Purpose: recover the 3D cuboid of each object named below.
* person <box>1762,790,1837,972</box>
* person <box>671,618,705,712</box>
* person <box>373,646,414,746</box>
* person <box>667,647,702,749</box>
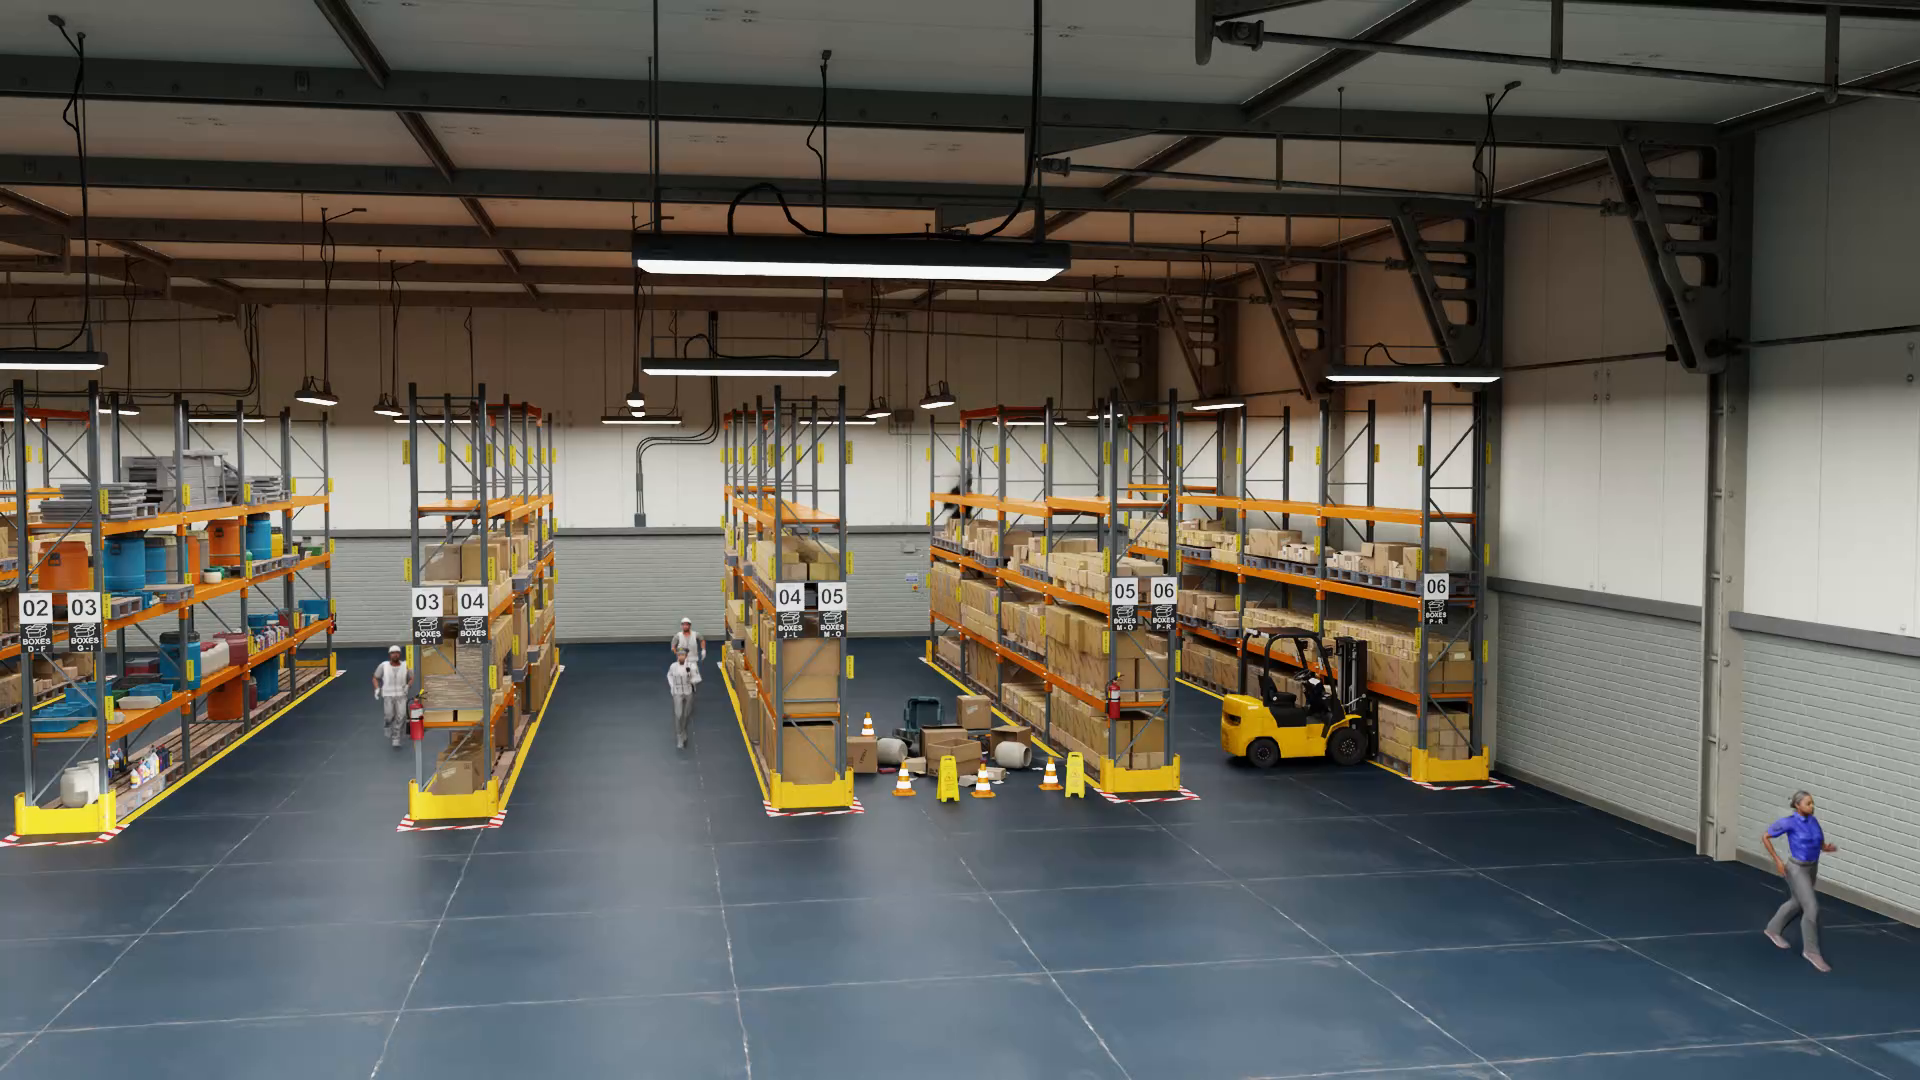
[{"bbox_3d":[8.314,3.339,16.469,0.555,1.697,0.786,-2,3,-30],"label":"person"},{"bbox_3d":[-5.385,2.448,32.944,0.669,1.812,0.893,0,3,-7],"label":"person"},{"bbox_3d":[-9.714,2.684,28.603,0.684,1.732,0.594,-1,3,-24],"label":"person"},{"bbox_3d":[-4.762,2.700,28.748,0.592,1.733,0.829,0,3,-9],"label":"person"}]
